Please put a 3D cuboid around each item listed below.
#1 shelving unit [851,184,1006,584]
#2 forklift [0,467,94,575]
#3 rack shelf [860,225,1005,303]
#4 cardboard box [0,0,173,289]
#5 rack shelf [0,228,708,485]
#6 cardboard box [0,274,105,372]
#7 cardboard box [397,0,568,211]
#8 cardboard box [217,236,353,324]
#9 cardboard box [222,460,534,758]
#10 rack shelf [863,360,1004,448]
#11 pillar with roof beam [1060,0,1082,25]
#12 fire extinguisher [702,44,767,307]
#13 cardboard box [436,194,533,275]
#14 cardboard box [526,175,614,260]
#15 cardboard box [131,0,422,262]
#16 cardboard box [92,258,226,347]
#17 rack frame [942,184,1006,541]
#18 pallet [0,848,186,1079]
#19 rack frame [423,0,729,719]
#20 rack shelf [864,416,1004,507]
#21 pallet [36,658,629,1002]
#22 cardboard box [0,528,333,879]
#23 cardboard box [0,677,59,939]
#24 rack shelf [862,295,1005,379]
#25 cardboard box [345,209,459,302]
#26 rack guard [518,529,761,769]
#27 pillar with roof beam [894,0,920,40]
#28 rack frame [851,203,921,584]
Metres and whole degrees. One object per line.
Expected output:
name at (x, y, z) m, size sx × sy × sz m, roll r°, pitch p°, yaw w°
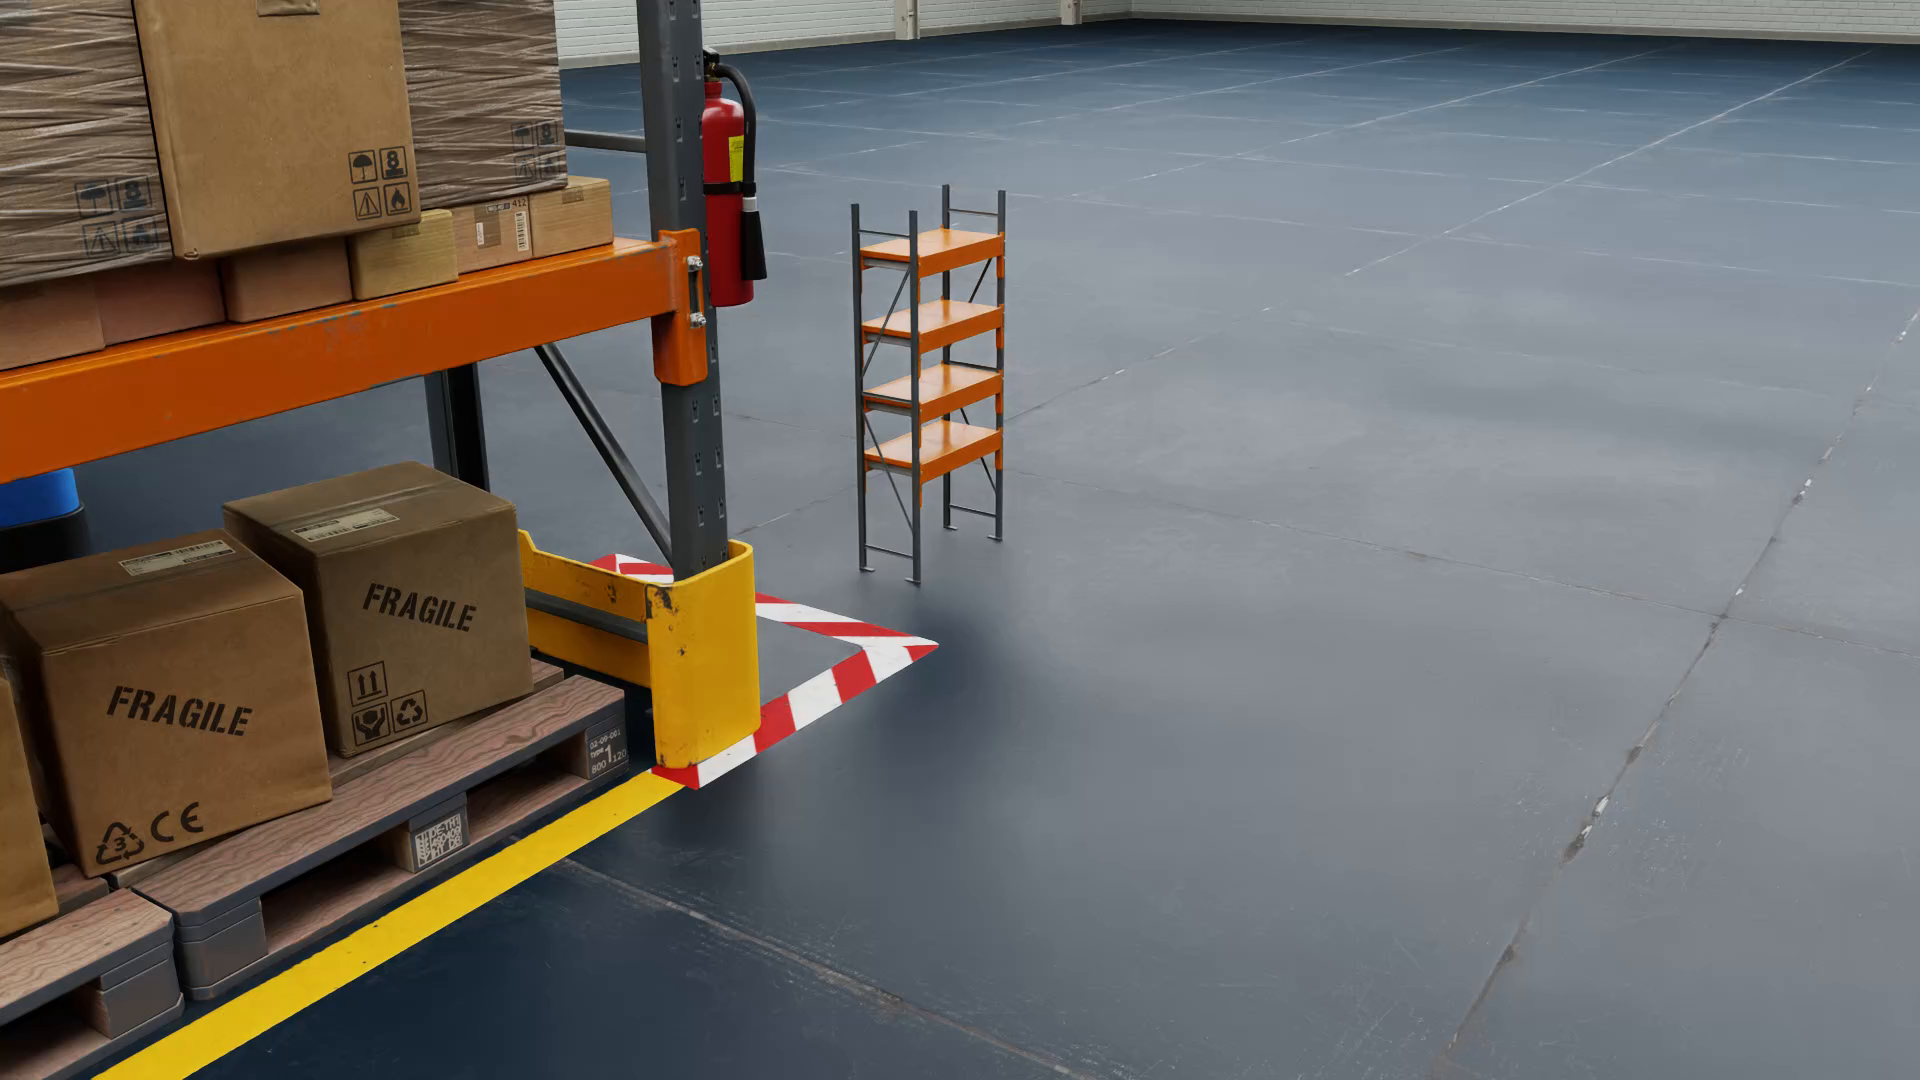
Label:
shelving unit at (-0.093, -0.515, 5.428) m, size 0.258 × 1.200 × 0.503 m, roll 13°, pitch 24°, yaw 32°
forklift at (-4.145, -0.959, 4.134) m, size 3.031 × 2.935 × 1.130 m, roll -17°, pitch 26°, yaw -38°
rack shelf at (-0.093, -0.884, 5.292) m, size 0.258 × 0.148 × 0.480 m, roll 13°, pitch 24°, yaw 32°
cardboard box at (-1.873, -0.737, 2.860) m, size 0.875 × 0.500 × 0.500 m, roll 13°, pitch 24°, yaw 32°
rack shelf at (-2.167, -0.094, 2.731) m, size 1.077 × 0.370 × 4.000 m, roll 13°, pitch 24°, yaw 32°
cardboard box at (-1.721, -0.403, 2.893) m, size 0.380 × 0.149 × 0.250 m, roll 13°, pitch 24°, yaw 32°
cardboard box at (-1.374, -1.039, 3.676) m, size 0.875 × 0.500 × 0.500 m, roll 13°, pitch 24°, yaw 32°
cardboard box at (-1.424, -0.543, 3.271) m, size 0.380 × 0.149 × 0.250 m, roll 13°, pitch 24°, yaw 32°
cardboard box at (-1.407, 0.147, 4.043) m, size 0.500 × 0.500 × 0.500 m, roll 19°, pitch 28°, yaw 42°
rack shelf at (-0.093, -0.452, 5.452) m, size 0.258 × 0.148 × 0.480 m, roll 13°, pitch 24°, yaw 32°
pillar with roof beam at (5.942, -14.462, 31.891) m, size 9.100 × 9.000 × 0.400 m, roll 13°, pitch 24°, yaw 32°
fire extinguisher at (-0.597, -0.911, 4.017) m, size 0.296 × 0.674 × 0.183 m, roll 13°, pitch 24°, yaw 32°
cardboard box at (-1.173, -0.693, 3.678) m, size 0.380 × 0.149 × 0.250 m, roll 13°, pitch 24°, yaw 32°
cardboard box at (-1.032, -0.765, 3.871) m, size 0.380 × 0.149 × 0.250 m, roll 13°, pitch 24°, yaw 32°
cardboard box at (-1.556, -0.872, 3.225) m, size 0.875 × 0.500 × 0.500 m, roll 13°, pitch 24°, yaw 32°
cardboard box at (-1.599, -0.479, 3.099) m, size 0.380 × 0.149 × 0.250 m, roll 13°, pitch 24°, yaw 32°
rack frame at (0.044, -0.585, 5.618) m, size 0.240 × 1.200 × 0.015 m, roll 13°, pitch 24°, yaw 32°
pallet at (-2.257, 0.900, 3.028) m, size 1.003 × 0.211 × 1.213 m, roll 13°, pitch 24°, yaw 32°
rack frame at (-1.042, -1.005, 4.158) m, size 1.000 × 3.000 × 0.127 m, roll 13°, pitch 24°, yaw 32°
rack shelf at (-0.093, -0.266, 5.521) m, size 0.258 × 0.148 × 0.480 m, roll 13°, pitch 24°, yaw 32°
pallet at (-1.571, 0.551, 3.971) m, size 1.003 × 0.211 × 1.213 m, roll 13°, pitch 24°, yaw 32°
cardboard box at (-1.715, 0.325, 3.561) m, size 0.500 × 0.500 × 0.500 m, roll -17°, pitch 26°, yaw -38°
cardboard box at (-2.083, 0.501, 3.085) m, size 0.500 × 0.500 × 0.500 m, roll 16°, pitch 26°, yaw 37°
rack shelf at (-0.093, -0.662, 5.374) m, size 0.258 × 0.148 × 0.480 m, roll 13°, pitch 24°, yaw 32°
cardboard box at (-1.271, -0.612, 3.457) m, size 0.380 × 0.149 × 0.250 m, roll 13°, pitch 24°, yaw 32°
rack guard at (-1.085, 0.189, 4.532) m, size 1.175 × 0.500 × 0.348 m, roll 13°, pitch 24°, yaw 32°
pillar with roof beam at (2.569, -12.741, 27.237) m, size 9.100 × 9.000 × 0.400 m, roll 13°, pitch 24°, yaw 32°
rack frame at (-0.230, -0.445, 5.239) m, size 0.240 × 1.200 × 0.015 m, roll 13°, pitch 24°, yaw 32°
